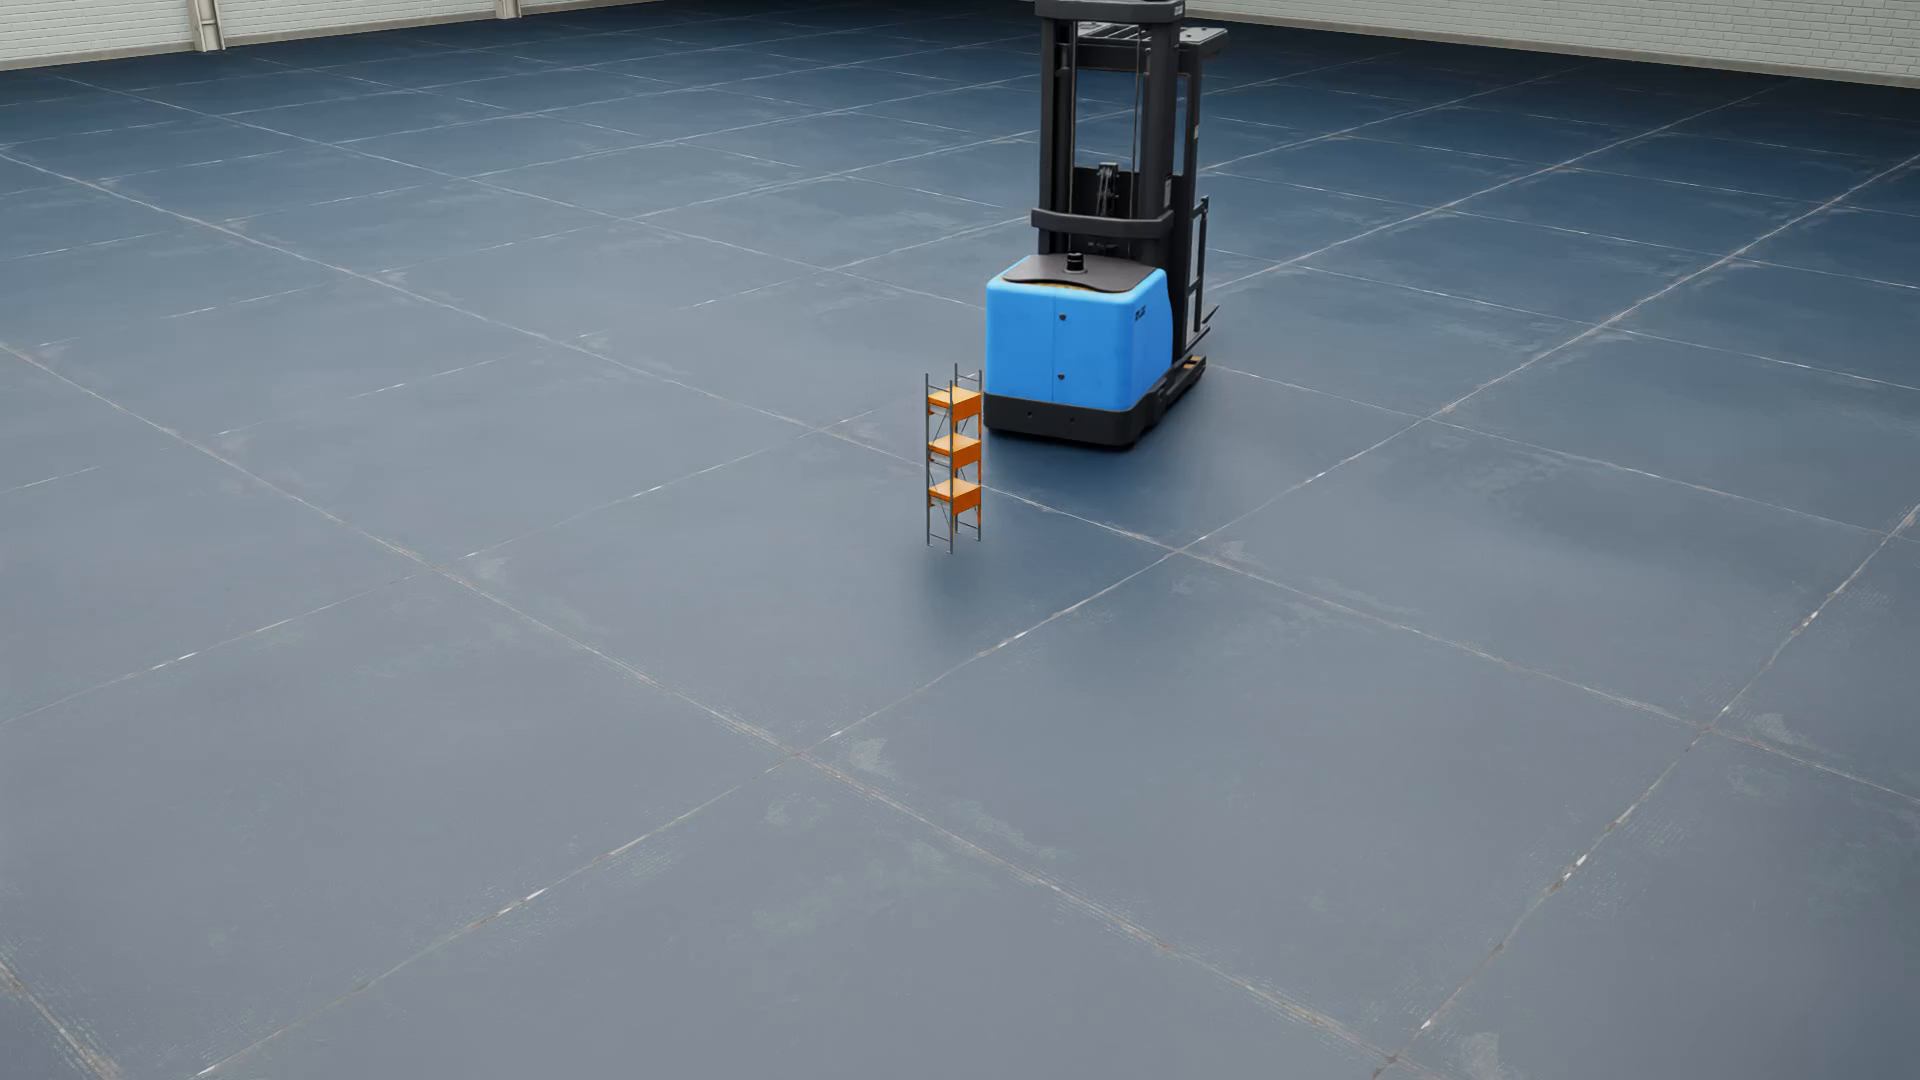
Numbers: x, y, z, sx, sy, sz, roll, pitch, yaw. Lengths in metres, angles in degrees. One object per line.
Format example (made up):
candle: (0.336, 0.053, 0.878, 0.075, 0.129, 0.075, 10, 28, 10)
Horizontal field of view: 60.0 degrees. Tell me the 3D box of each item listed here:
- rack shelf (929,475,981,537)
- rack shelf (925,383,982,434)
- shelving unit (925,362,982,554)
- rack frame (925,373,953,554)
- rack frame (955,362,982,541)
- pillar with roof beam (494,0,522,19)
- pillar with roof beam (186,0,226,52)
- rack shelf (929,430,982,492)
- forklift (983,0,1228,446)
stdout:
rack shelf: (-0.036, -0.199, 9.617, 0.215, 0.259, 0.240, 20, 31, 38)
rack shelf: (-0.036, -0.712, 9.387, 0.215, 0.259, 0.240, 20, 31, 38)
shelving unit: (-0.036, -0.463, 9.499, 0.215, 1.050, 0.252, 20, 31, 38)
rack frame: (-0.117, -0.426, 9.416, 0.200, 1.050, 0.008, 20, 31, 38)
rack frame: (0.046, -0.500, 9.582, 0.200, 1.050, 0.008, 20, 31, 38)
pillar with roof beam: (-5.634, -13.161, 28.105, 9.100, 9.000, 0.400, 20, 31, 38)
pillar with roof beam: (-9.639, -11.333, 24.028, 9.100, 9.000, 0.400, 20, 31, 38)
rack shelf: (-0.036, -0.453, 9.503, 0.215, 0.259, 0.240, 20, 31, 38)
forklift: (1.196, -2.532, 11.815, 1.130, 2.935, 3.031, 10, 26, 21)
